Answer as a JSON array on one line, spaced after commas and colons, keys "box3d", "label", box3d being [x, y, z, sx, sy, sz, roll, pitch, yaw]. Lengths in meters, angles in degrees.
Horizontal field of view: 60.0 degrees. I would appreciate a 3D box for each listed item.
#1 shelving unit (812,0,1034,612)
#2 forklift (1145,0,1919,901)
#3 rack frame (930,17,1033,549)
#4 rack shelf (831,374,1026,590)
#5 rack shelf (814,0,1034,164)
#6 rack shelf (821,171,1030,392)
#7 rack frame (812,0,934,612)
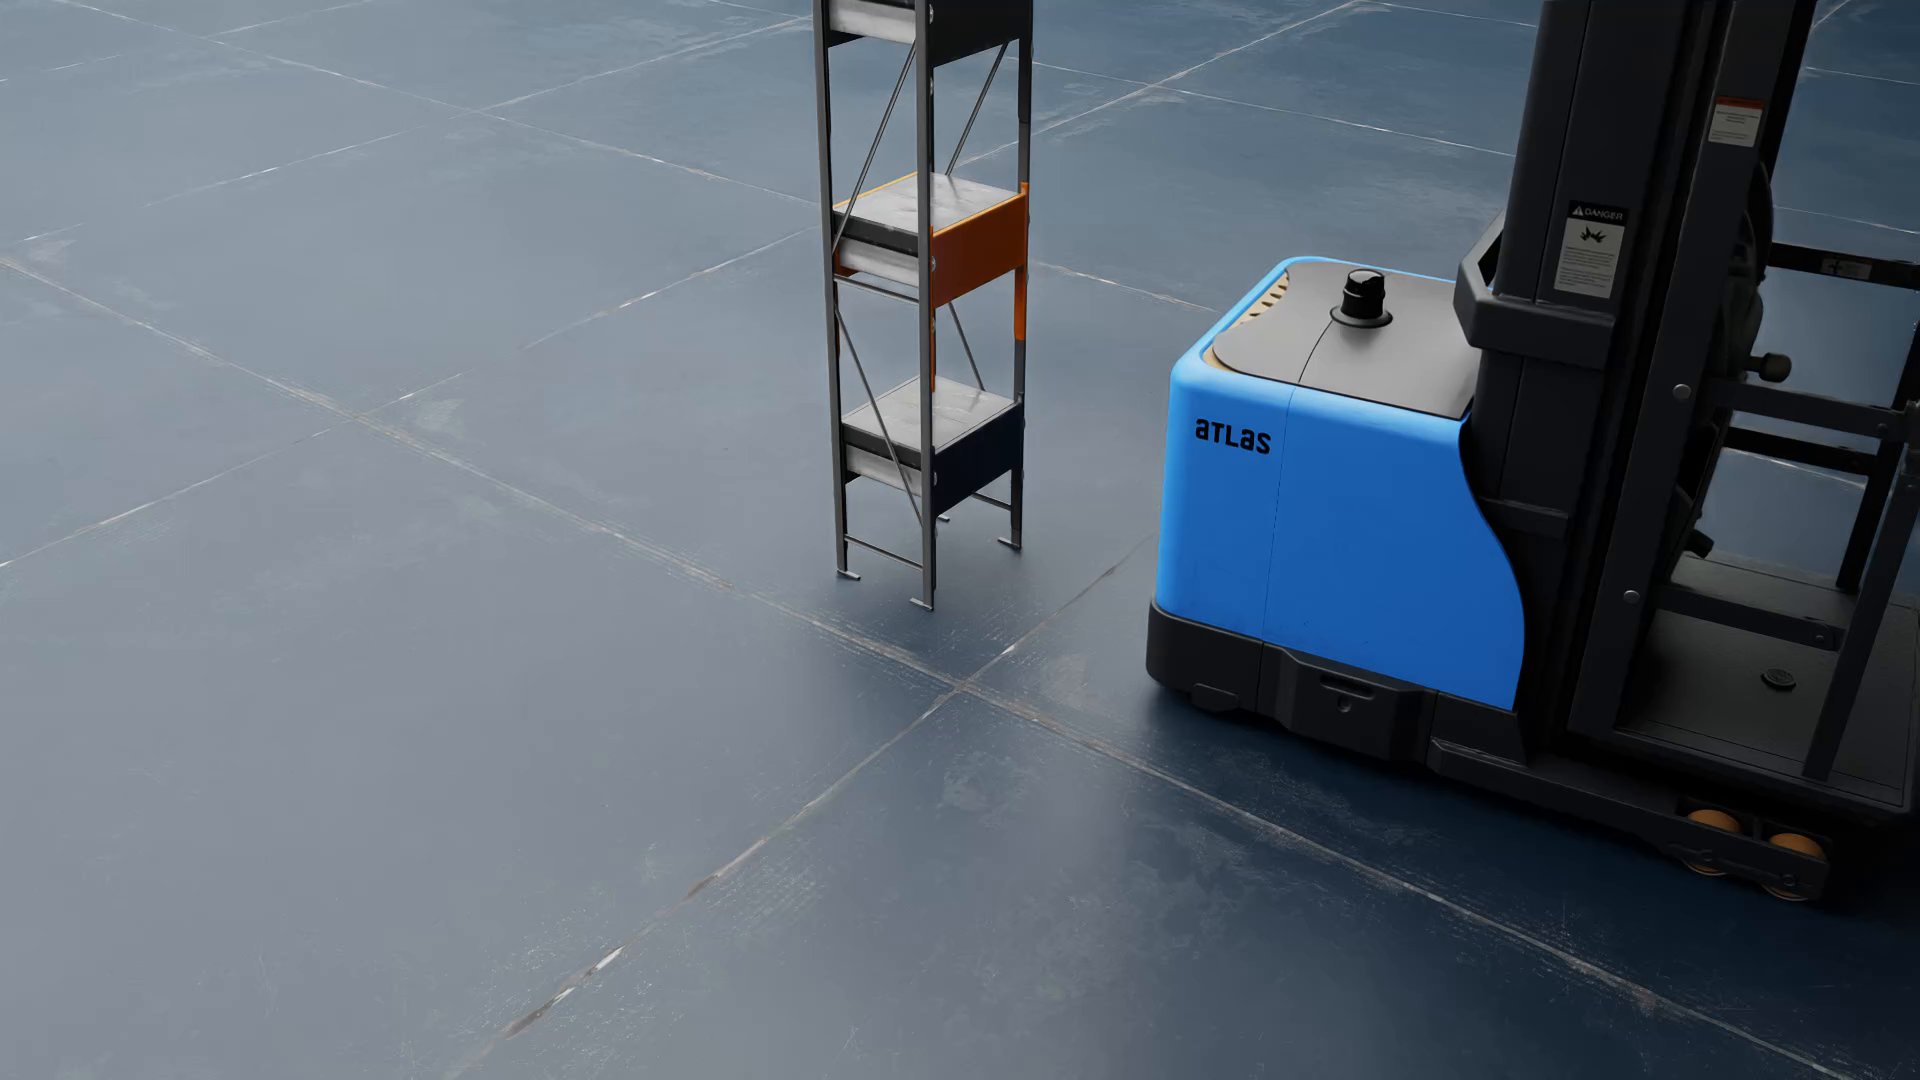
[{"box3d": [-0.100, -0.836, 5.101, 0.431, 2.100, 0.503, 21, 37, 31], "label": "shelving unit"}, {"box3d": [2.096, -0.659, 3.988, 3.031, 2.935, 1.130, 16, 34, 24], "label": "forklift"}, {"box3d": [0.047, -0.935, 5.269, 0.400, 2.100, 0.015, 21, 37, 31], "label": "rack frame"}, {"box3d": [-0.100, -0.222, 5.465, 0.431, 0.518, 0.480, 21, 37, 31], "label": "rack shelf"}, {"box3d": [-0.100, -1.426, 4.751, 0.431, 0.518, 0.480, 21, 37, 31], "label": "rack shelf"}, {"box3d": [-0.100, -0.824, 5.108, 0.431, 0.518, 0.480, 21, 37, 31], "label": "rack shelf"}, {"box3d": [-0.247, -0.737, 4.934, 0.400, 2.100, 0.015, 21, 37, 31], "label": "rack frame"}]
